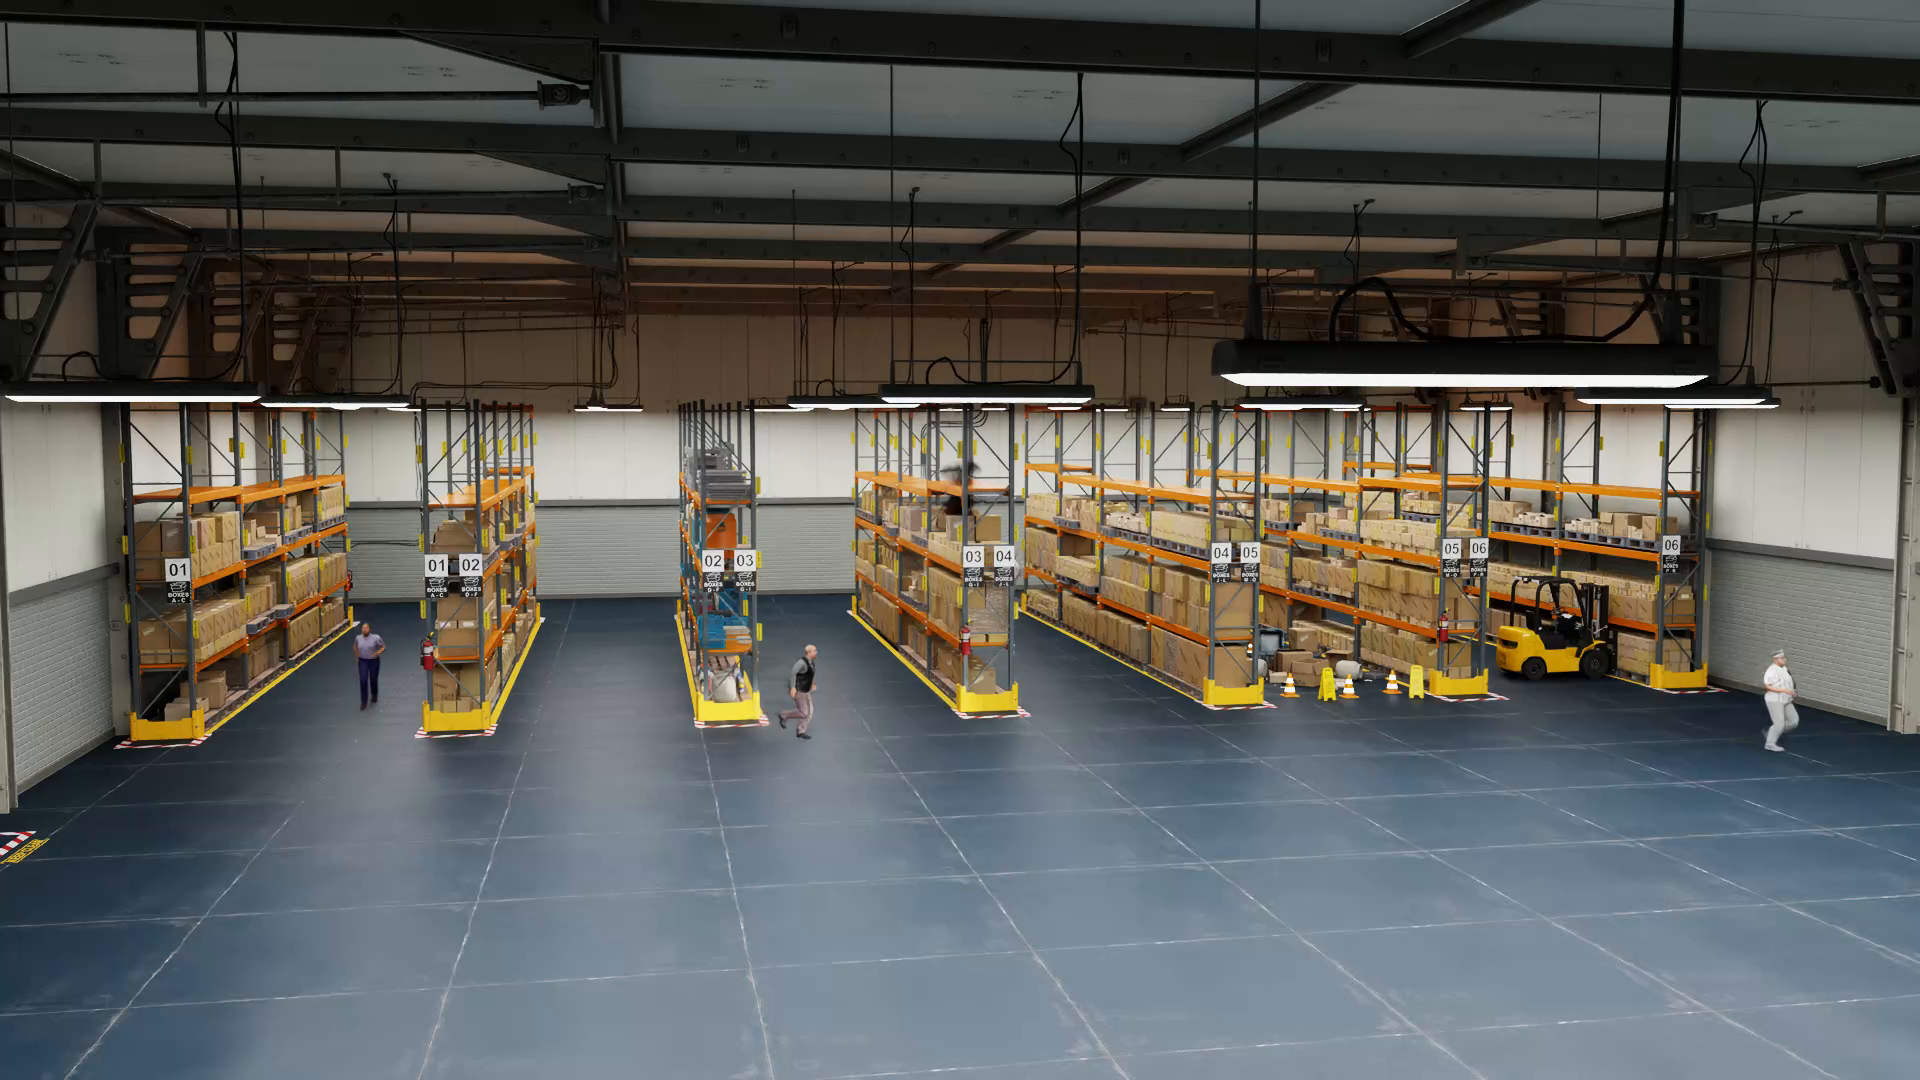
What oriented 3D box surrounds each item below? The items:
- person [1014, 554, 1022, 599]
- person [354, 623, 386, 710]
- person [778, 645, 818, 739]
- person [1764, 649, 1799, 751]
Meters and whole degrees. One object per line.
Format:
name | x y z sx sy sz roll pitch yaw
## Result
person | 1.461 1.168 49.299 0.910 1.656 0.655 -4 6 -43
person | -11.559 2.446 32.595 0.601 1.686 0.796 -1 4 -13
person | -2.859 2.673 29.386 0.723 1.660 0.650 1 4 11
person | 13.951 2.718 28.193 0.651 1.737 0.599 -3 5 -33
